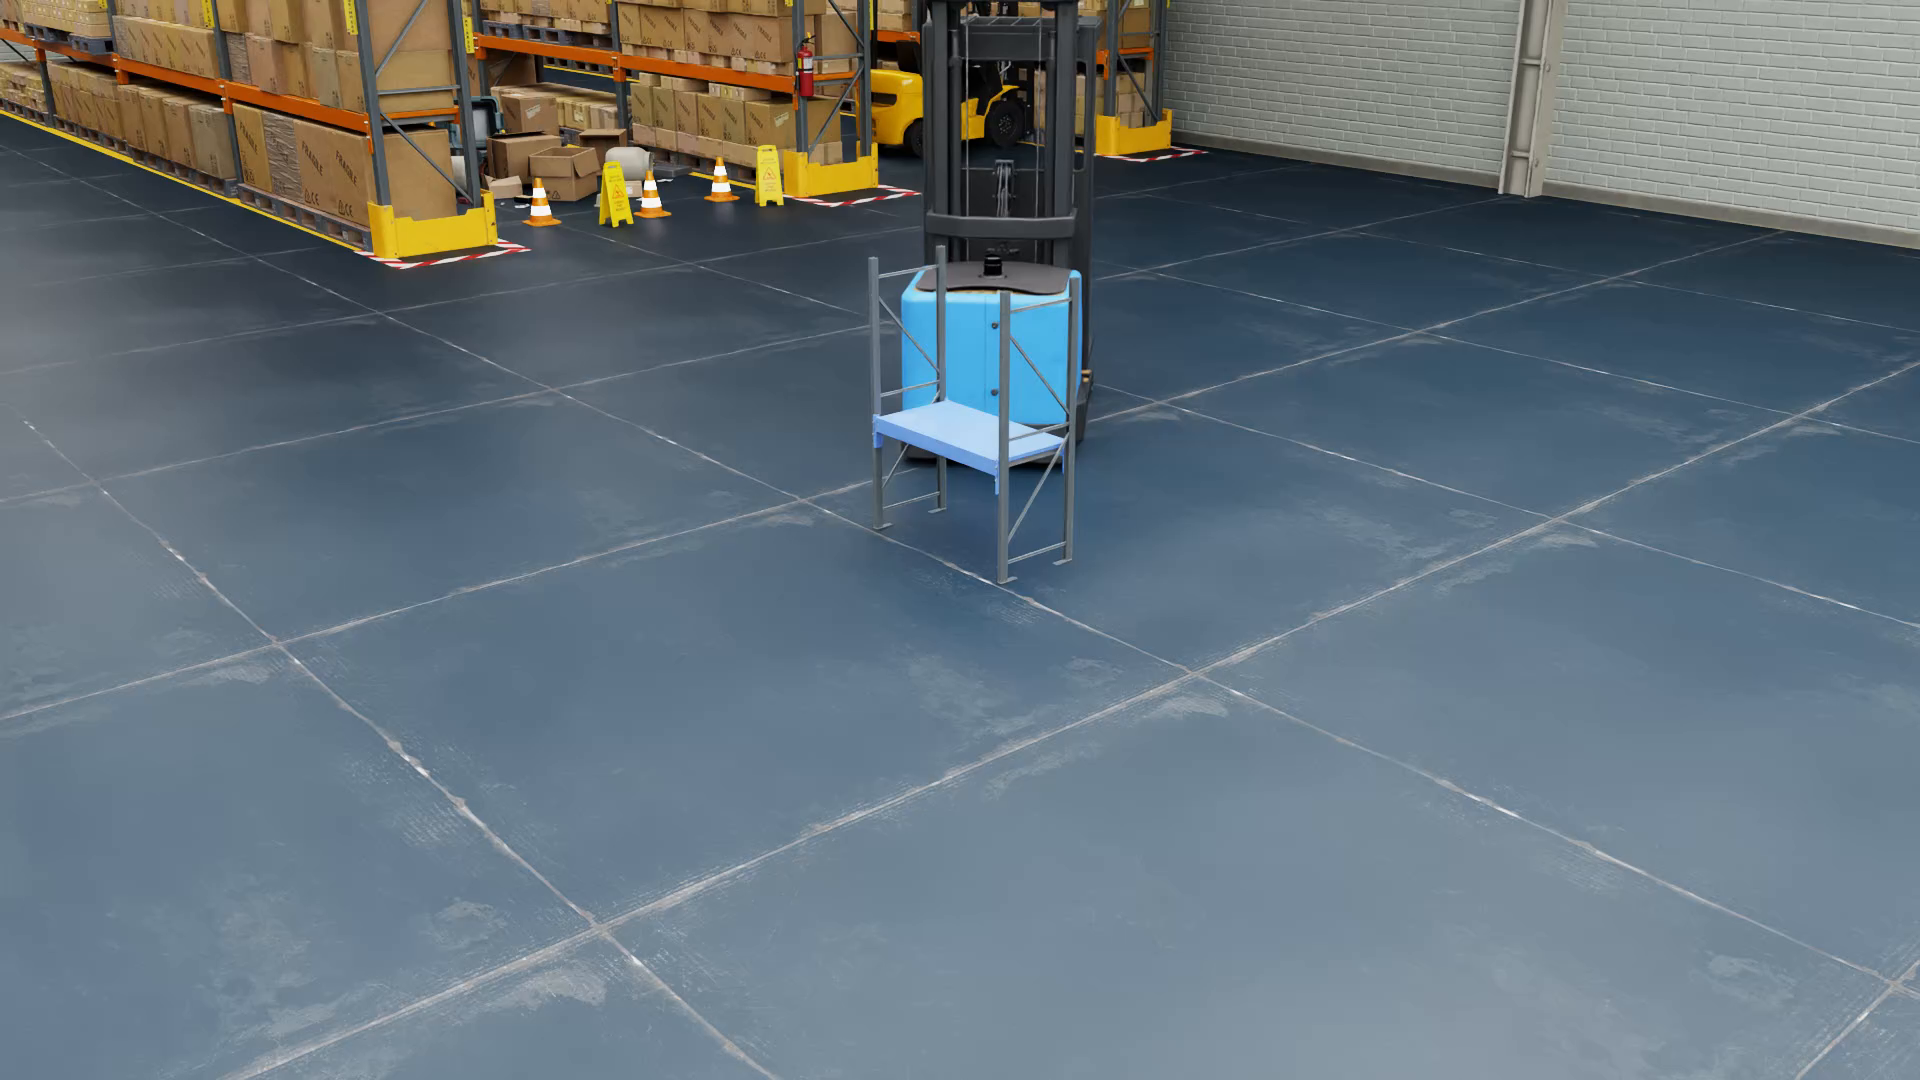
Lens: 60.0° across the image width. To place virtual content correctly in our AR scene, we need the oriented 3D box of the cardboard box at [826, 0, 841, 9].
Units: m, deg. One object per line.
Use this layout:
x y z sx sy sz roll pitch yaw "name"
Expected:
-1.796 -8.408 25.859 0.500 0.250 0.500 -17 27 -37 "cardboard box"

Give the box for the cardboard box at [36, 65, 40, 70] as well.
-14.527 -7.518 26.584 0.380 0.149 0.250 -19 28 -39 "cardboard box"

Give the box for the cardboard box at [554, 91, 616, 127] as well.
-5.325 -6.067 23.388 0.950 0.372 0.625 -16 27 -36 "cardboard box"

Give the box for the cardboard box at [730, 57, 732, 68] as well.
-2.502 -5.679 19.715 0.380 0.149 0.250 -17 27 -37 "cardboard box"

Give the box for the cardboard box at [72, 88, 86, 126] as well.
-11.980 -6.042 23.149 0.500 0.500 0.500 -17 27 -37 "cardboard box"

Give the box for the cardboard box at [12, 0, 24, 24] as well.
-13.490 -7.816 24.283 0.500 0.500 0.500 -17 27 -37 "cardboard box"

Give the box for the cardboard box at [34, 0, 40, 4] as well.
-12.538 -7.486 22.936 0.380 0.149 0.250 -18 28 -38 "cardboard box"

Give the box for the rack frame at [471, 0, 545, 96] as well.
-6.665 -7.666 24.444 1.000 3.000 0.127 -17 27 -37 "rack frame"

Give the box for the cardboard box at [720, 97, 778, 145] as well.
-2.507 -5.023 19.862 0.500 0.500 0.500 -16 27 -36 "cardboard box"

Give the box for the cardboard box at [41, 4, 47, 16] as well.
-12.364 -7.276 22.808 0.380 0.149 0.250 -16 27 -35 "cardboard box"

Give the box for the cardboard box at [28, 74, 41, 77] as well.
-13.865 -6.965 25.171 0.380 0.149 0.250 -16 27 -36 "cardboard box"

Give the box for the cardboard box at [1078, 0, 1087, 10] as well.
1.687 -7.080 21.920 0.380 0.149 0.250 -17 27 -37 "cardboard box"

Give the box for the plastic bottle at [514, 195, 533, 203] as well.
-4.914 -3.831 18.682 0.283 0.061 0.133 12 24 27 "plastic bottle"

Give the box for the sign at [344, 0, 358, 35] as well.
-5.547 -4.774 15.147 0.100 0.325 0.005 -17 27 -37 "sign"

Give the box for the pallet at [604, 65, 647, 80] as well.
-5.966 -8.845 31.279 1.003 0.211 1.213 -17 27 -37 "pallet"

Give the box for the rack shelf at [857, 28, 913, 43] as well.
-1.602 -7.961 26.184 1.077 0.370 4.000 -17 27 -37 "rack shelf"

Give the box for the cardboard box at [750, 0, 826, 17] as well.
-1.942 -6.196 18.774 0.700 0.500 0.500 -18 28 -39 "cardboard box"

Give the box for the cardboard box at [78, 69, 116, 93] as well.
-11.652 -6.248 22.647 0.500 0.250 0.500 -17 27 -36 "cardboard box"

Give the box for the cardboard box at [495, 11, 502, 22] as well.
-6.435 -7.525 23.851 0.380 0.149 0.250 -20 29 -41 "cardboard box"

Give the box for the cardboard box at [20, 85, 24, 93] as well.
-14.211 -6.962 25.571 0.380 0.149 0.250 -19 28 -40 "cardboard box"

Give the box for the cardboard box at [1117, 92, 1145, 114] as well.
2.165 -5.966 22.612 0.500 0.250 0.500 -17 27 -36 "cardboard box"

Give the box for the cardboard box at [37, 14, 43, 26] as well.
-12.543 -7.210 23.049 0.380 0.149 0.250 -17 27 -37 "cardboard box"

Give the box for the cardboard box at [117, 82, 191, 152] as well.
-10.020 -5.418 21.214 1.050 0.750 0.750 -18 28 -38 "cardboard box"

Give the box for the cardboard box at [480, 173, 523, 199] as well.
-5.221 -4.045 18.948 0.396 0.266 0.258 -12 25 -28 "cardboard box"

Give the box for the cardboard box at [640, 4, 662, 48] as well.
-3.633 -6.425 20.730 0.500 0.500 0.500 -18 27 -38 "cardboard box"

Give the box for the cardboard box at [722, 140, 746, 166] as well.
-2.507 -4.675 20.003 0.500 0.250 0.500 -17 27 -37 "cardboard box"

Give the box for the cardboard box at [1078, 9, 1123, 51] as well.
1.795 -6.759 21.990 0.500 0.500 0.500 -18 28 -39 "cardboard box"

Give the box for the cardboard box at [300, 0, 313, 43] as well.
-6.032 -5.251 16.592 0.875 0.550 0.550 -17 27 -37 "cardboard box"

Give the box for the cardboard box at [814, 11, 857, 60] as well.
-1.542 -5.838 19.231 0.500 0.500 0.500 -18 28 -38 "cardboard box"

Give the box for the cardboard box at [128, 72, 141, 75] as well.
-10.947 -6.229 22.598 0.500 0.250 0.500 -18 28 -38 "cardboard box"

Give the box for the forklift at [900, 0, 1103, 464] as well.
0.340 -2.322 10.894 1.130 2.935 3.031 3 22 7 "forklift"

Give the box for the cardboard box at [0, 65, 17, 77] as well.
-15.148 -7.442 26.389 0.380 0.149 0.250 -18 27 -38 "cardboard box"

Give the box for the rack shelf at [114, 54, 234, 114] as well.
-9.044 -5.572 20.085 1.077 0.370 4.000 -17 27 -37 "rack shelf"

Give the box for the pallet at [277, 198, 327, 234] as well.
-6.501 -3.490 17.606 1.003 0.211 1.213 -17 27 -37 "pallet"

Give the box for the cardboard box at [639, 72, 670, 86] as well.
-3.837 -5.851 21.087 0.380 0.149 0.250 -17 27 -37 "cardboard box"

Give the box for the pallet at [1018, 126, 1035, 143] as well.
0.992 -5.878 23.703 1.003 0.211 1.213 -17 27 -37 "pallet"

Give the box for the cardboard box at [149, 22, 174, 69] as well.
-9.274 -5.901 19.799 0.500 0.500 0.500 -18 28 -38 "cardboard box"

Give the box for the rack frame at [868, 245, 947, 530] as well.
-0.276 -0.815 9.009 0.500 1.500 0.032 -17 27 -37 "rack frame"

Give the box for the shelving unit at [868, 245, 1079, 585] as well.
0.056 -0.675 8.650 0.538 1.500 1.048 -17 27 -37 "shelving unit"

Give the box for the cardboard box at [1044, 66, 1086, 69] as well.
1.497 -6.475 23.227 0.500 0.250 0.500 -18 27 -38 "cardboard box"

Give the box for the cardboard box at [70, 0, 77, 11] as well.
-11.350 -6.984 21.655 0.380 0.149 0.250 -16 27 -36 "cardboard box"

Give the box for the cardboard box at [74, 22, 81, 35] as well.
-11.348 -6.705 21.759 0.380 0.149 0.250 -17 27 -37 "cardboard box"

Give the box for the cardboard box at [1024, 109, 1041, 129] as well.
1.132 -5.888 23.100 0.500 0.250 0.500 -17 27 -37 "cardboard box"

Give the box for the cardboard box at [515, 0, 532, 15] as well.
-5.850 -7.580 23.103 0.500 0.500 0.500 -17 27 -37 "cardboard box"

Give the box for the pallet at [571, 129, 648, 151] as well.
-4.563 -5.477 22.679 1.003 0.211 1.213 -17 27 -37 "pallet"

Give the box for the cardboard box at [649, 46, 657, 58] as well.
-3.691 -6.157 20.936 0.380 0.149 0.250 -18 27 -38 "cardboard box"

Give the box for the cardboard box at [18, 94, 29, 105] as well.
-14.150 -6.746 25.429 0.380 0.149 0.250 -18 27 -38 "cardboard box"

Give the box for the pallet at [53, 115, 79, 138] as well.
-12.451 -6.052 24.146 1.003 0.211 1.213 -17 27 -37 "pallet"

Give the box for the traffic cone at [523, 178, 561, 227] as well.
-4.398 -3.553 17.421 0.336 0.463 0.334 -17 27 -37 "traffic cone"

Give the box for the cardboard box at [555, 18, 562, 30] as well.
-5.254 -7.001 22.515 0.380 0.149 0.250 -17 27 -37 "cardboard box"

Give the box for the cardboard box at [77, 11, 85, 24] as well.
-11.192 -6.778 21.538 0.380 0.149 0.250 -16 27 -35 "cardboard box"

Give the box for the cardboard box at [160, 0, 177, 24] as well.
-9.062 -6.424 19.764 0.700 0.500 0.500 -18 28 -38 "cardboard box"

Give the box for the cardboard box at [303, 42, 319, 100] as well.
-6.050 -4.743 16.774 0.875 0.550 0.550 -17 27 -37 "cardboard box"

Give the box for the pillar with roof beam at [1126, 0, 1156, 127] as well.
-0.718 -8.814 19.149 9.100 9.000 0.400 -17 27 -37 "pillar with roof beam"
